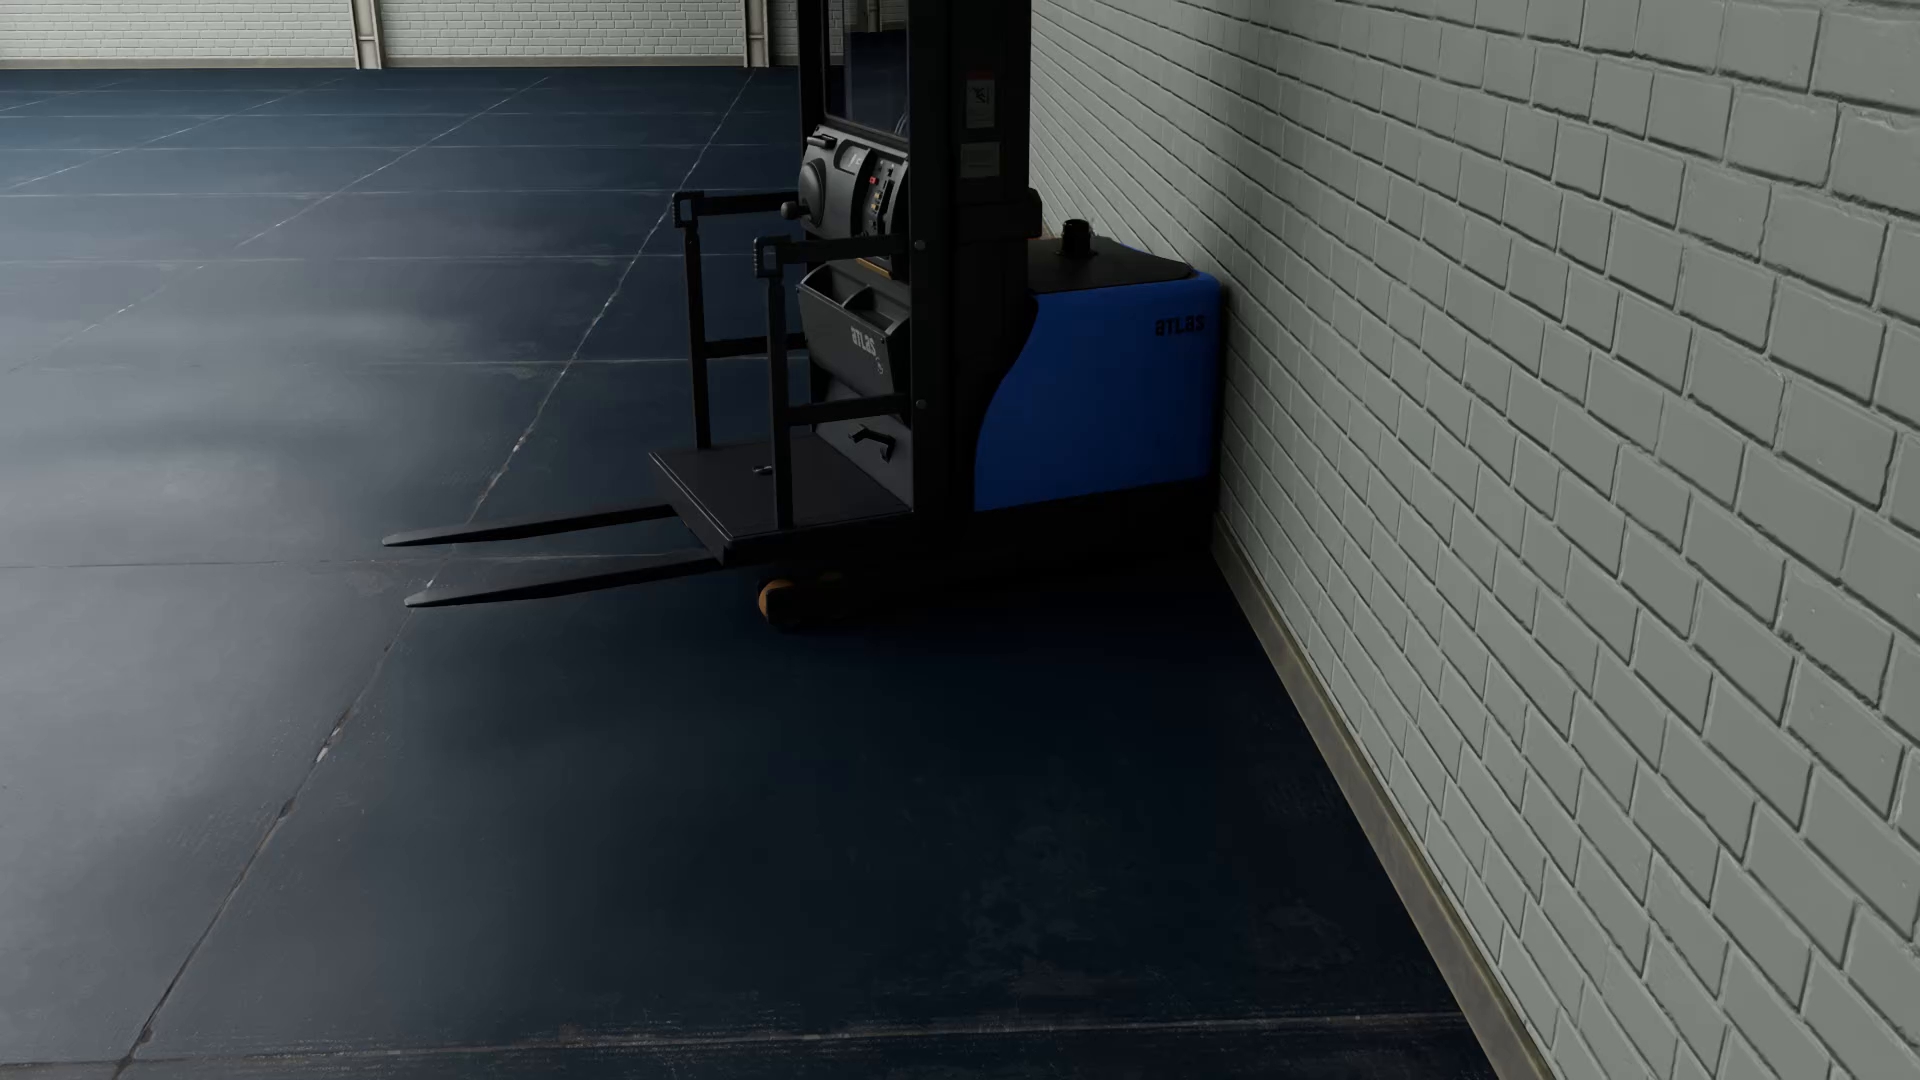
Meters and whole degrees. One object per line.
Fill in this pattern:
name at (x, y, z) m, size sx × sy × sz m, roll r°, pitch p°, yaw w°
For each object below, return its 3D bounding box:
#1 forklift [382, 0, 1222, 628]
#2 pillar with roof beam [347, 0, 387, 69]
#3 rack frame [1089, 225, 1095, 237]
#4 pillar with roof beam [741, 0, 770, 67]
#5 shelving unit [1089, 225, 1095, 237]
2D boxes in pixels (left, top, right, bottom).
forklift at (-0.570, -1.278, 5.857) m, size 3.031 × 2.935 × 1.130 m, roll -9°, pitch 23°, yaw -23°
pillar with roof beam at (-8.953, -10.053, 20.379) m, size 0.400 × 9.000 × 9.100 m, roll -1°, pitch 21°, yaw -3°
rack frame at (0.737, -1.009, 8.009) m, size 0.015 × 0.240 × 1.200 m, roll -4°, pitch 55°, yaw -12°
pillar with roof beam at (-2.963, -10.175, 20.699) m, size 0.400 × 9.000 × 9.100 m, roll -1°, pitch 21°, yaw -3°
shelving unit at (0.498, -0.992, 7.960) m, size 0.503 × 0.258 × 1.200 m, roll -4°, pitch 55°, yaw -12°
